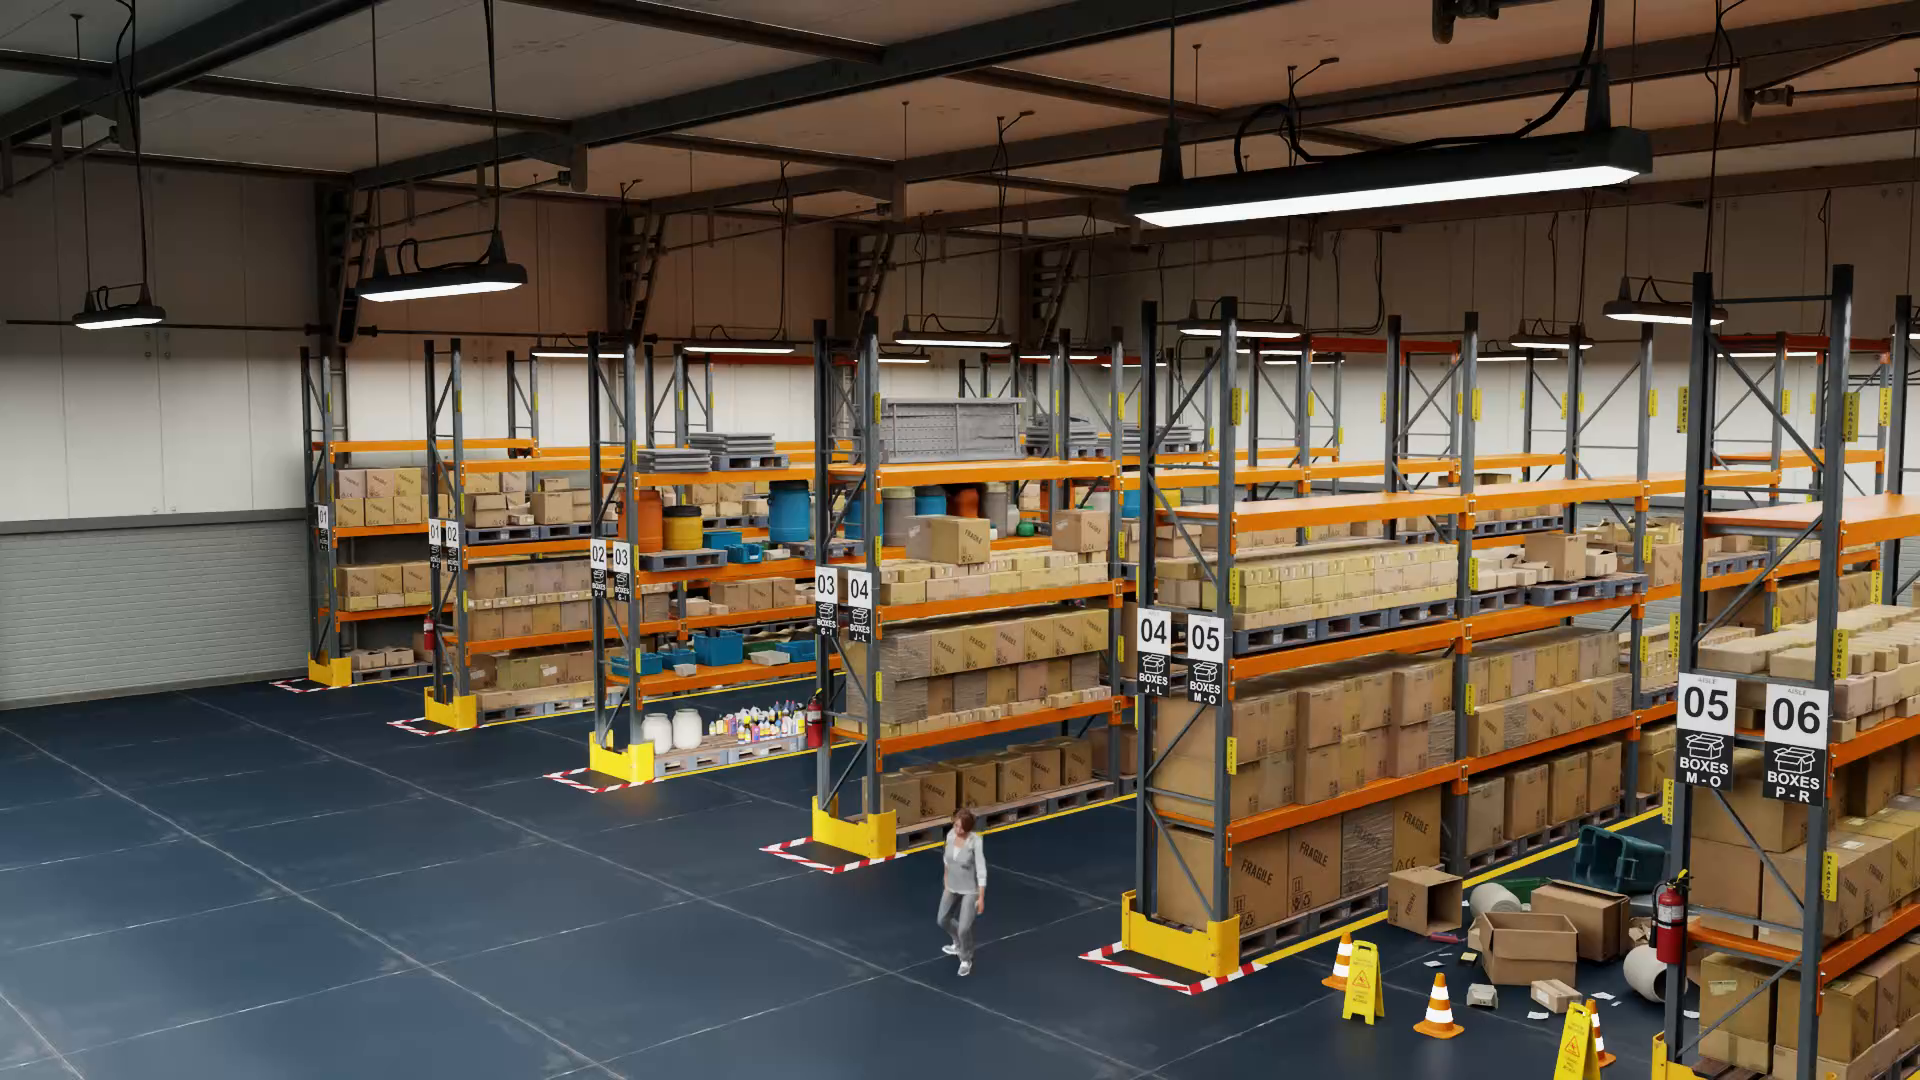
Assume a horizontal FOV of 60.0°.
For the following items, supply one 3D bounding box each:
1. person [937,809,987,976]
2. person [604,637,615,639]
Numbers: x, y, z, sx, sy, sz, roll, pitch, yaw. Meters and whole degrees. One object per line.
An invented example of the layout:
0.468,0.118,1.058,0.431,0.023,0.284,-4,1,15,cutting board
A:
0.037,3.105,14.839,0.664,1.540,0.577,3,6,33,person
-6.332,1.700,29.771,0.654,1.717,0.965,5,7,43,person
